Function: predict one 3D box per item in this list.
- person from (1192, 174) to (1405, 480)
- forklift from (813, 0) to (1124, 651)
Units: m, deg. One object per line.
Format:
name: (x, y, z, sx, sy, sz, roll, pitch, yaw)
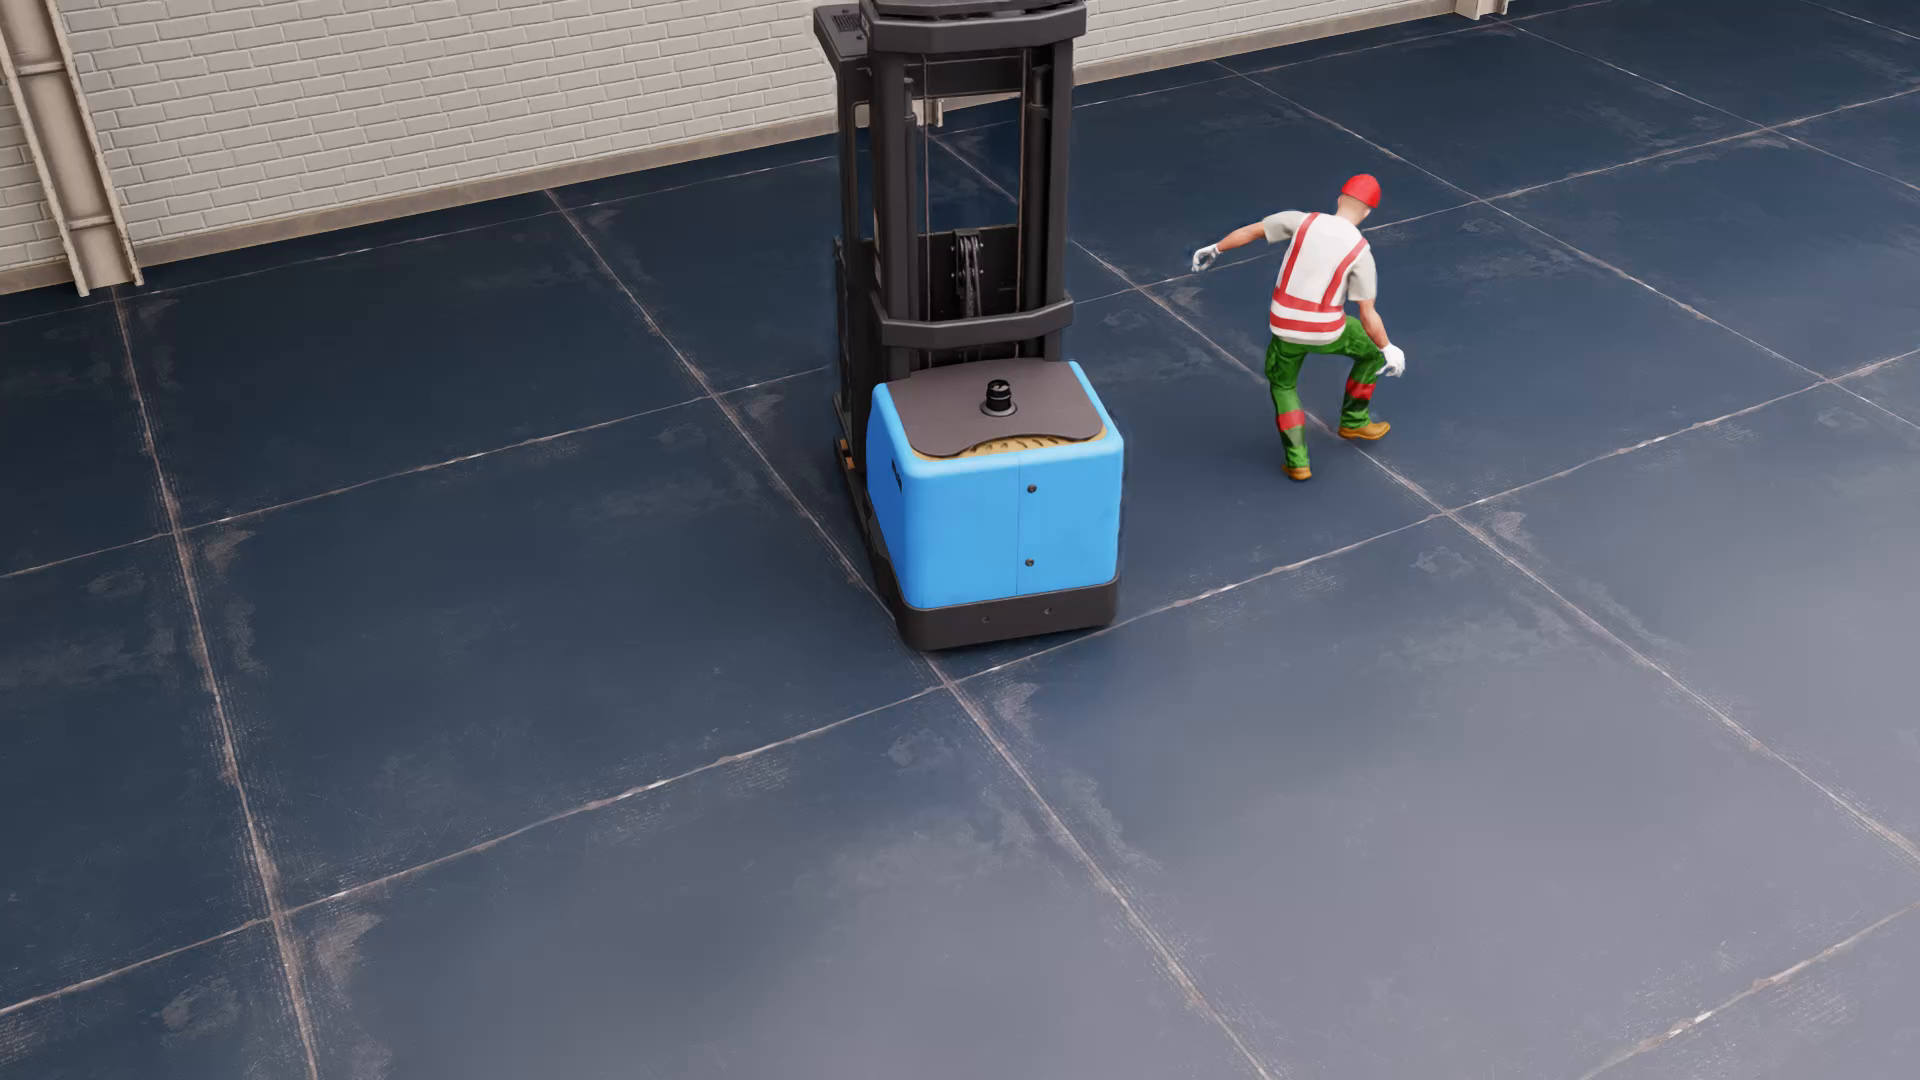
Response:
person: (1.817, -1.150, 8.951, 1.212, 1.690, 0.621, 15, 38, 20)
forklift: (-0.077, -1.526, 8.281, 1.130, 2.935, 3.031, -8, 36, -11)
